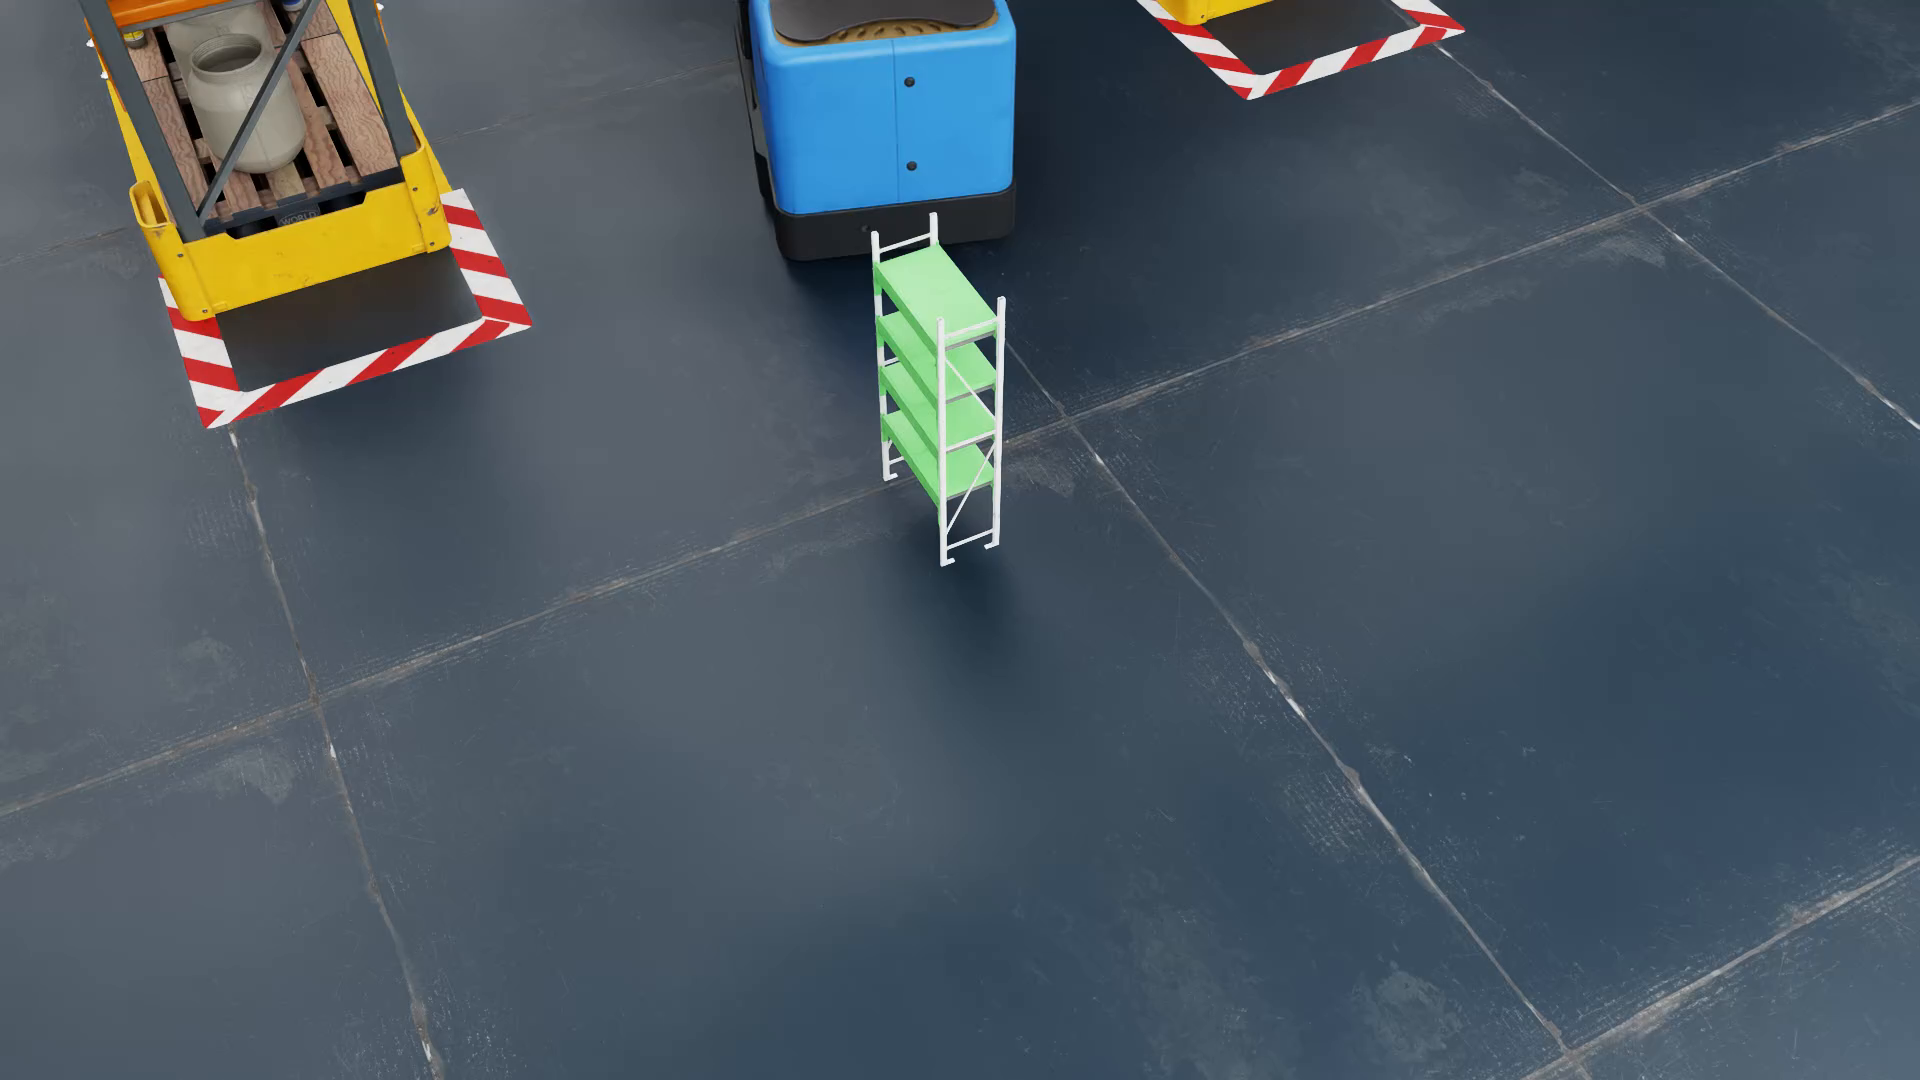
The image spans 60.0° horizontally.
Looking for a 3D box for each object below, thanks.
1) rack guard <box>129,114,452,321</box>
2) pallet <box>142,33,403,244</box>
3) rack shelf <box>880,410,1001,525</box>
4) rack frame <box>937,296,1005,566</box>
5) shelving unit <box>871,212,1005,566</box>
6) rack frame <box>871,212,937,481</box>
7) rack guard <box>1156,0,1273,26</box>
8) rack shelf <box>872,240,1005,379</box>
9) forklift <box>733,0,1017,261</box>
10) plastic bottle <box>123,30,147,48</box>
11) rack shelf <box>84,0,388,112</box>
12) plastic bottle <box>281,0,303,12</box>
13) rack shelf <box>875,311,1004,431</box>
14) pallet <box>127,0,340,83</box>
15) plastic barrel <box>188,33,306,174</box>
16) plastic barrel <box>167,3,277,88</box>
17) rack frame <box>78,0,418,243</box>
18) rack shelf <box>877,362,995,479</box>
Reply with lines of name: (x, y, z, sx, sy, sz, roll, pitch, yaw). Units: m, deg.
rack guard: (-2.844, -1.392, 7.136, 1.175, 0.500, 0.348, -21, 52, -18)
pallet: (-3.211, -1.843, 7.721, 1.003, 0.211, 1.213, -21, 52, -18)
rack shelf: (-0.076, -0.306, 6.124, 0.258, 0.148, 0.480, -21, 52, -18)
rack frame: (0.036, -0.342, 5.752, 0.240, 1.200, 0.015, -21, 52, -18)
shelving unit: (-0.076, -0.506, 5.895, 0.258, 1.200, 0.503, -21, 52, -18)
rack frame: (-0.187, -0.669, 6.038, 0.240, 1.200, 0.015, -21, 52, -18)
rack guard: (1.602, -3.114, 8.642, 1.175, 0.500, 0.348, -21, 52, -18)
rack shelf: (-0.076, -0.780, 5.582, 0.258, 0.148, 0.480, -21, 52, -18)
forklift: (-0.528, -3.307, 7.195, 1.130, 2.935, 3.031, -8, 49, -7)
plastic bottle: (-3.998, -2.482, 7.995, 0.097, 0.201, 0.097, 0, 49, 0)
rack shelf: (-3.683, -3.282, 7.606, 1.077, 0.370, 4.000, -21, 52, -18)
plastic bottle: (-3.320, -2.748, 8.181, 0.097, 0.271, 0.097, 0, 49, 0)
rack shelf: (-0.076, -0.622, 5.763, 0.258, 0.148, 0.480, -21, 52, -18)
pallet: (-3.765, -2.658, 8.435, 1.003, 0.211, 1.213, -21, 52, -18)
plastic barrel: (-3.137, -1.914, 7.305, 0.421, 0.512, 0.421, 0, 49, 0)
plastic barrel: (-3.366, -2.249, 7.598, 0.421, 0.512, 0.421, 0, 49, 0)
rack frame: (-2.768, -2.181, 6.164, 1.000, 3.000, 0.127, -21, 52, -18)
rack shelf: (-0.076, -0.464, 5.943, 0.258, 0.148, 0.480, -21, 52, -18)
